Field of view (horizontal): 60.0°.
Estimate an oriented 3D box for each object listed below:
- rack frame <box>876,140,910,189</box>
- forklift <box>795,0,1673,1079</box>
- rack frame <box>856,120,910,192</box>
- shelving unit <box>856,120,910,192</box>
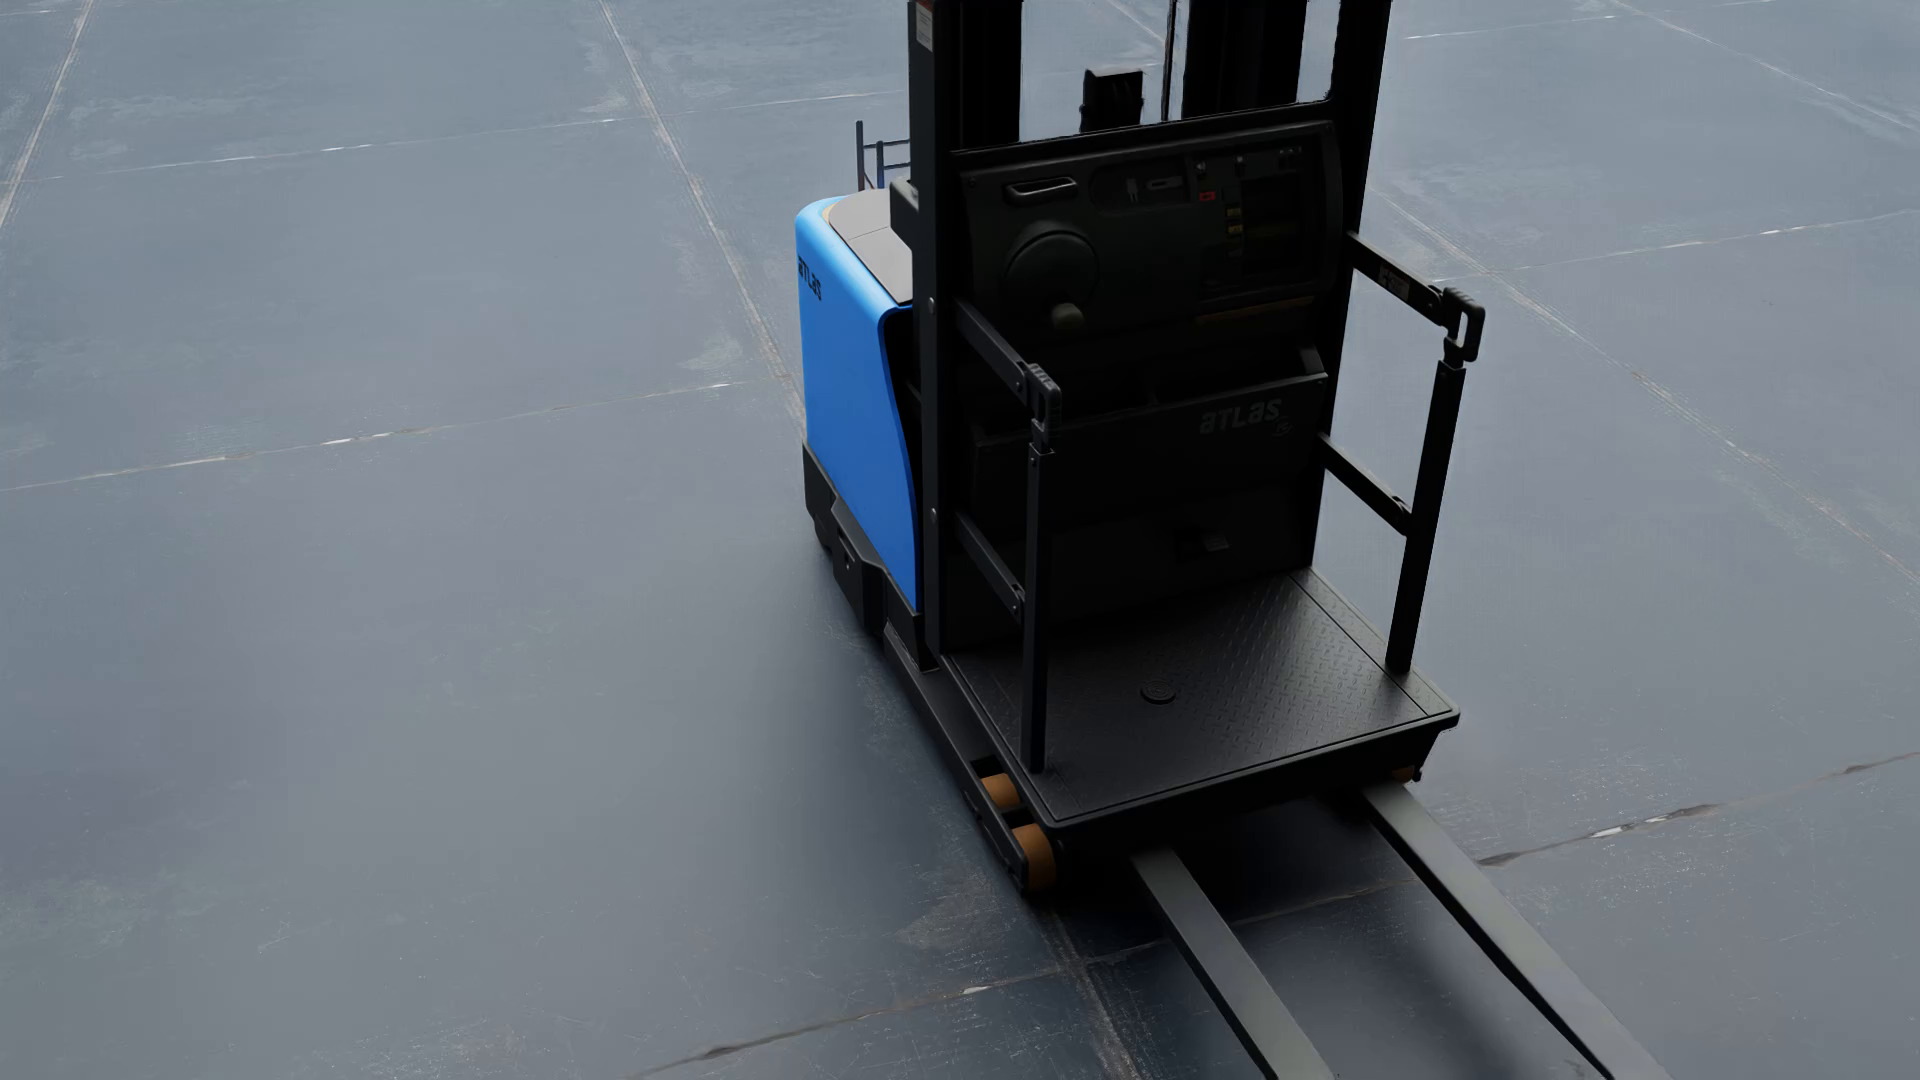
[{"bbox_3d":[-0.131,-0.680,5.190,0.240,1.200,0.006,-12,35,-18],"label":"rack frame"},{"bbox_3d":[0.526,-0.644,3.566,1.130,2.935,3.031,-12,35,-18],"label":"forklift"},{"bbox_3d":[-0.199,-0.773,5.332,0.240,1.200,0.006,-12,35,-18],"label":"rack frame"},{"bbox_3d":[-0.165,-0.727,5.261,0.258,1.200,0.189,-12,35,-18],"label":"shelving unit"}]
